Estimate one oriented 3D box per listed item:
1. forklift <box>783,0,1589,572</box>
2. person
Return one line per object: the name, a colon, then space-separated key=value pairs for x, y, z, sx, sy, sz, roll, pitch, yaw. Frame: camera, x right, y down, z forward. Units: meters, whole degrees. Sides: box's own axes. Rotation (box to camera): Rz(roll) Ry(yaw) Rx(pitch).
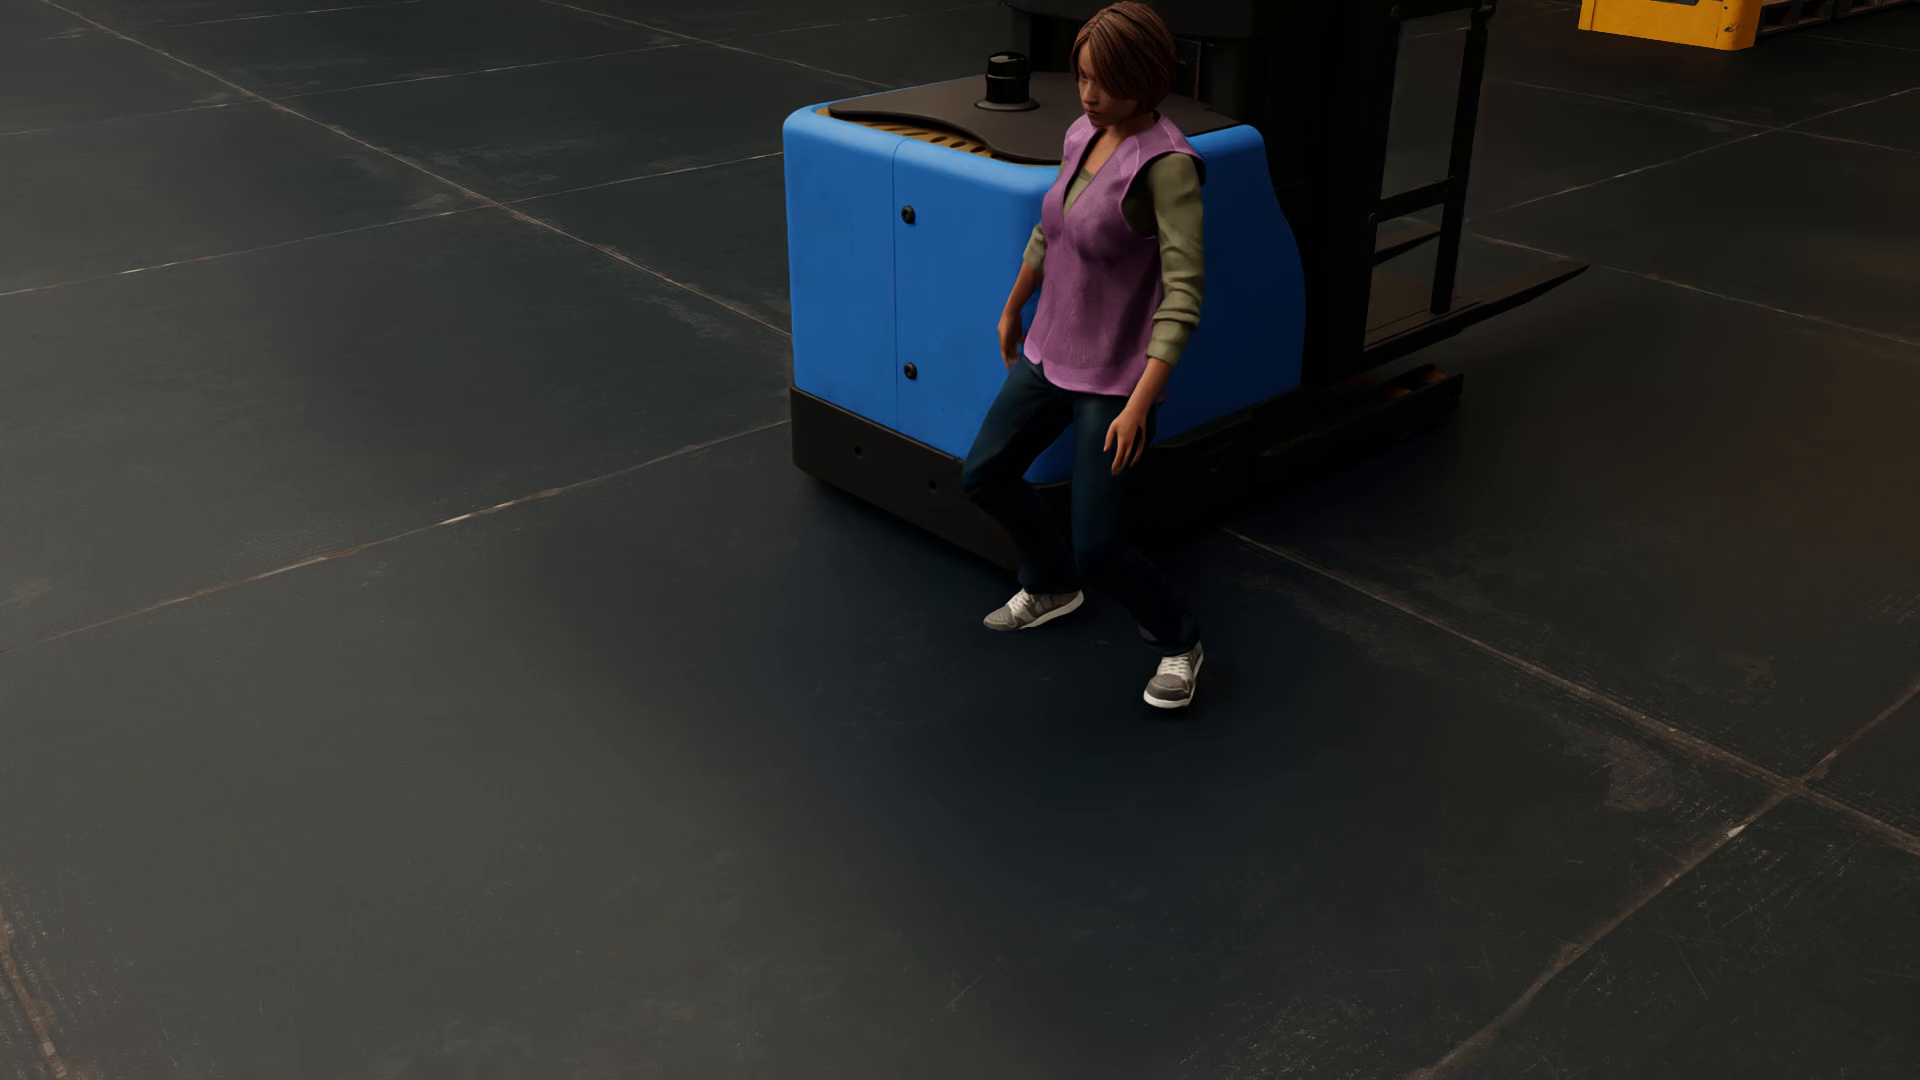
forklift: x=0.942 y=-1.770 z=4.771 sx=3.031 sy=2.935 sz=1.130 roll=-22 pitch=34 yaw=-37
person: x=0.293 y=-0.368 z=3.590 sx=0.459 sy=1.534 sz=0.710 roll=-11 pitch=29 yaw=-21
